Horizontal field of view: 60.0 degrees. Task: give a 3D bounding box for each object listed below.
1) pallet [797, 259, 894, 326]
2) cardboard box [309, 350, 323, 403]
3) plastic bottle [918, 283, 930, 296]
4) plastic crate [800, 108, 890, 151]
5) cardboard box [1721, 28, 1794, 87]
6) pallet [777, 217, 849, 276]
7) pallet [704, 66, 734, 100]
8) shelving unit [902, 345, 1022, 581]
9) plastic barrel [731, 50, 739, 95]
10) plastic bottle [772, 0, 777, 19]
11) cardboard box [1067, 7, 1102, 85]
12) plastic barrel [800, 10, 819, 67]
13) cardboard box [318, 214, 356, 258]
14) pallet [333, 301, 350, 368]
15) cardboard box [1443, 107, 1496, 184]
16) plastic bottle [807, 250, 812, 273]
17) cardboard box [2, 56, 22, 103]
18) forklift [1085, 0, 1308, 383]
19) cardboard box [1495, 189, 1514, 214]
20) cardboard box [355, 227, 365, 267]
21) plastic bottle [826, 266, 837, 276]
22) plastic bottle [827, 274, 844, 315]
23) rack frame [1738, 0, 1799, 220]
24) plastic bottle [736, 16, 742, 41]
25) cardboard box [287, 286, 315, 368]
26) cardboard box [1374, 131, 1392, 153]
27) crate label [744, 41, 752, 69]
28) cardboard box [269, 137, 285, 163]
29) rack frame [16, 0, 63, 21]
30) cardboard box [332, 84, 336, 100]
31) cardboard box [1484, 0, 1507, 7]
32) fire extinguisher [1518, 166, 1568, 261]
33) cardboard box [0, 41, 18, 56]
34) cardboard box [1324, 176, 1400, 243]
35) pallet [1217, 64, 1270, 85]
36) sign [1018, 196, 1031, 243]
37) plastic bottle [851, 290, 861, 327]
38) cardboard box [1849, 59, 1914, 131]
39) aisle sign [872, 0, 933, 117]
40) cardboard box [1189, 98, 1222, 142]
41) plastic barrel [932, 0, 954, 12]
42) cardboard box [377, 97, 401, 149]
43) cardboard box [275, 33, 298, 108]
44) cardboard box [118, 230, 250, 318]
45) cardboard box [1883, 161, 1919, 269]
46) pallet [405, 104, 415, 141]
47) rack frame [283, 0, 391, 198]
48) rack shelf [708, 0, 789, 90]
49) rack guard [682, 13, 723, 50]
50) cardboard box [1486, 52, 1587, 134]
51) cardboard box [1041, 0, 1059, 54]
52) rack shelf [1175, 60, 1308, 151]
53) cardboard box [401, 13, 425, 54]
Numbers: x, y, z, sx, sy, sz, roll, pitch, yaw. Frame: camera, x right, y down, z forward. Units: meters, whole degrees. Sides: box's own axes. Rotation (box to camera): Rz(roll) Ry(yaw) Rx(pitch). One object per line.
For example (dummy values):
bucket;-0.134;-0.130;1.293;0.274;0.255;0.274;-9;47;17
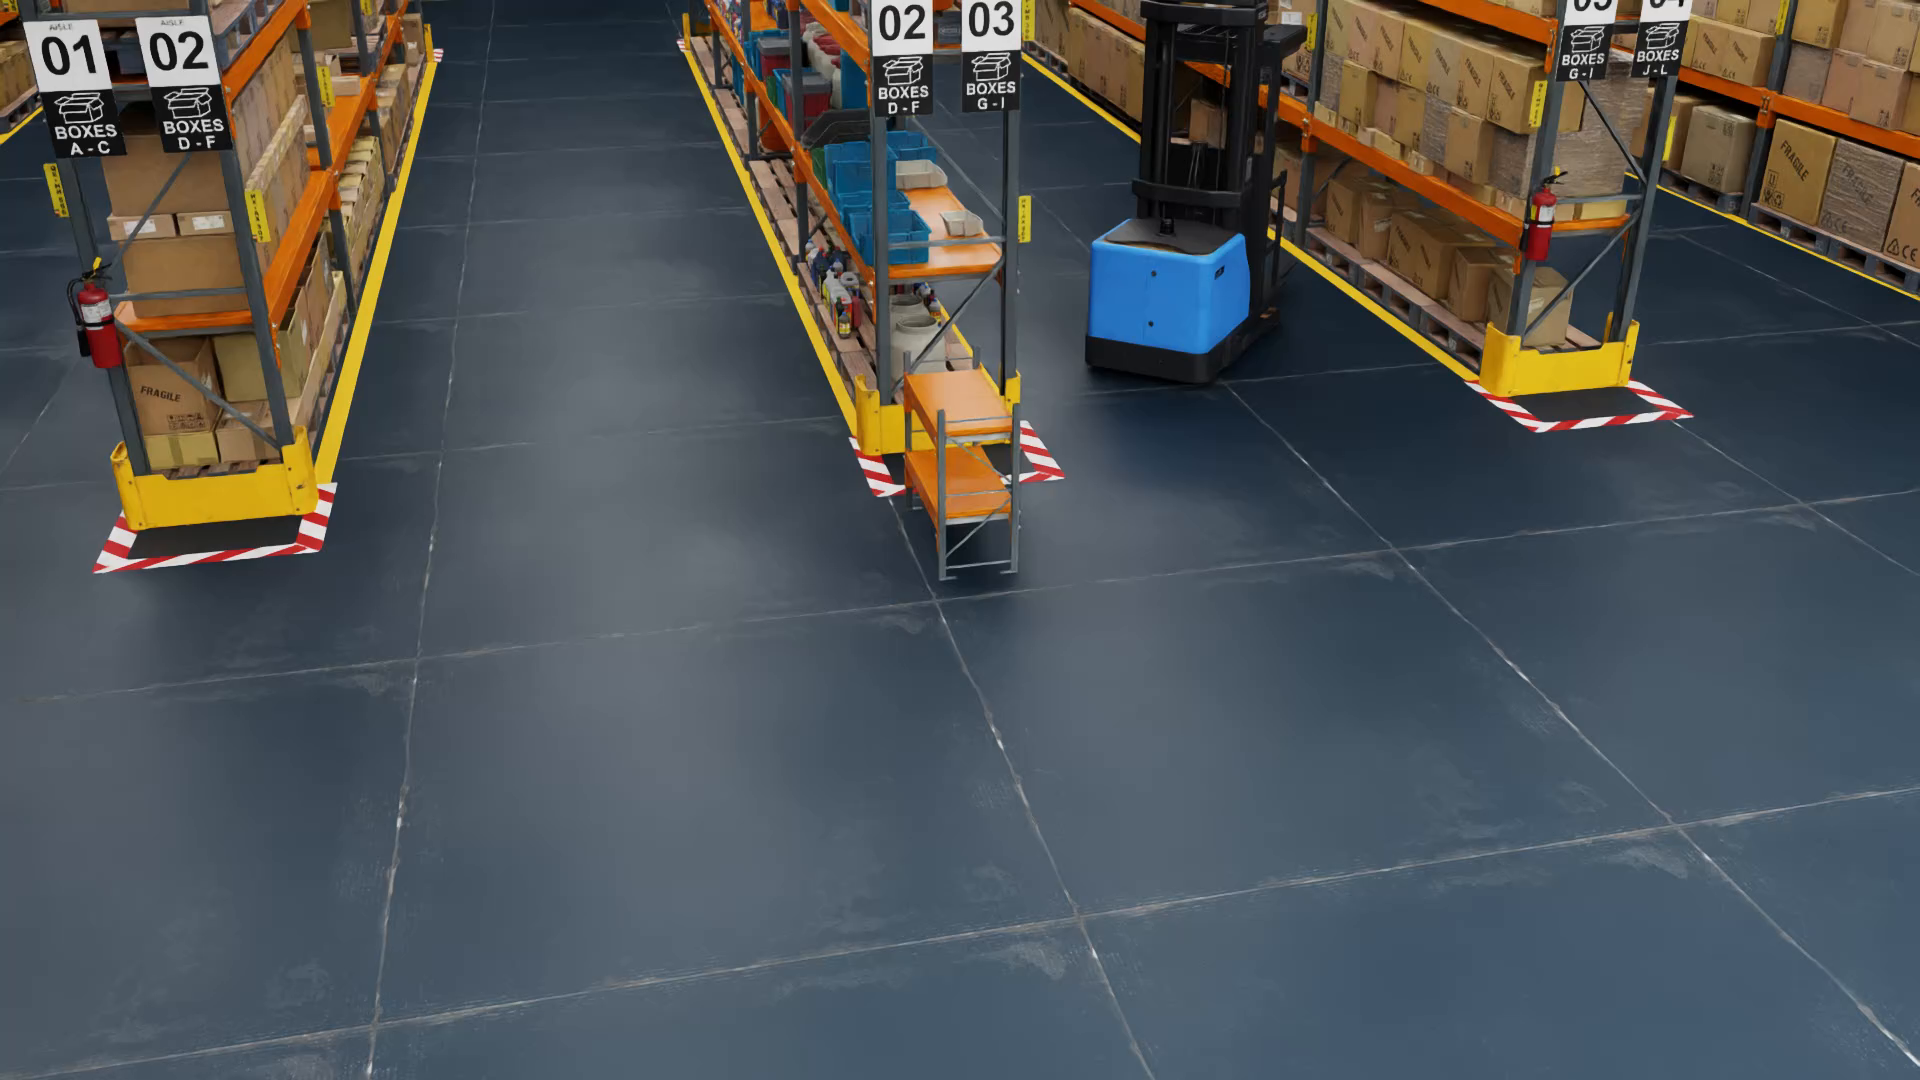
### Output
pallet;-0.887;-2.256;14.985;1.003;0.211;1.213;-6;27;-12
cardboard box;-5.056;-1.199;12.382;0.500;0.250;0.500;-6;27;-12
plastic bottle;-0.301;-2.044;14.010;0.097;0.271;0.097;0;27;0
plastic crate;-1.004;-3.529;14.482;0.767;0.338;0.504;-6;27;-12
cardboard box;8.305;-5.008;17.233;0.500;0.500;0.500;-6;27;-12
pallet;-1.213;-2.896;16.252;1.003;0.211;1.213;-6;27;-12
pallet;-3.004;-6.386;23.167;1.003;0.211;1.213;-6;27;-12
shelving unit;-0.002;-0.505;10.502;0.538;1.125;1.048;-6;27;-12
plastic barrel;-2.695;-6.322;21.809;0.600;0.901;0.708;-6;27;-12
plastic bottle;-2.288;-6.652;20.744;0.097;0.271;0.097;0;27;0
cardboard box;2.188;-6.775;22.735;1.225;0.875;0.875;-6;27;-11
plastic barrel;-1.500;-5.443;18.055;0.600;0.536;0.708;-6;27;-12
cardboard box;-5.675;-2.715;14.764;0.500;0.311;0.500;-6;27;-11
pallet;-5.686;-1.700;13.884;1.003;0.211;1.213;-6;27;-12
cardboard box;4.402;-3.176;13.271;0.875;0.500;0.500;-6;27;-12
plastic bottle;-1.330;-2.518;15.027;0.097;0.201;0.097;0;27;0
cardboard box;-12.632;-5.937;21.491;0.700;0.500;0.500;-6;27;-12
forklift;2.134;-3.166;13.770;1.130;2.935;3.031;13;30;24
cardboard box;4.408;-2.648;12.947;0.380;0.149;0.250;-6;27;-12
cardboard box;-5.788;-2.685;15.326;0.500;0.250;0.500;-5;27;-10
plastic bottle;-1.108;-2.238;14.394;0.097;0.271;0.097;0;27;0
plastic bottle;-1.040;-2.066;13.965;0.144;0.351;0.185;-5;27;-9
rack frame;8.683;-4.762;16.855;1.000;3.000;0.127;-6;27;-12
plastic bottle;-2.554;-5.957;19.366;0.097;0.271;0.097;0;27;0
cardboard box;-5.067;-1.532;12.210;0.500;0.500;0.500;-6;27;-12
cardboard box;3.889;-3.519;14.672;0.380;0.149;0.250;-6;27;-12
crate label;-2.170;-5.258;18.024;0.303;0.233;0.416;-6;27;-12
cardboard box;-5.207;-2.861;12.258;0.380;0.149;0.250;-5;27;-10
rack frame;-13.355;-8.062;23.393;1.000;3.000;0.127;-6;27;-12
cardboard box;-6.384;-4.388;16.393;0.380;0.149;0.250;-4;27;-8
cardboard box;4.257;-4.223;12.626;0.500;0.250;0.500;-6;27;-11
fire extinguisher;4.306;-2.415;12.291;0.296;0.674;0.183;-6;27;-12
cardboard box;-12.539;-6.403;21.696;0.380;0.149;0.250;-7;28;-13
cardboard box;3.879;-3.194;16.058;0.500;0.500;0.500;-7;28;-13
pallet;3.412;-5.108;17.754;1.003;0.211;1.213;-6;27;-12
sign;0.440;-2.221;11.514;0.100;0.325;0.005;-6;27;-12
plastic bottle;-0.864;-1.914;13.739;0.061;0.283;0.133;-6;27;-12
cardboard box;8.930;-4.180;15.536;0.875;0.550;0.550;-6;27;-12
aisle sign;-0.370;-3.142;10.762;0.394;0.787;0.004;-6;27;-12
cardboard box;3.096;-4.847;19.310;0.700;0.500;0.500;-7;28;-14
plastic barrel;-0.330;-3.962;11.000;0.600;0.830;0.708;-6;27;-12
cardboard box;-6.782;-4.814;19.244;0.500;0.500;0.500;-6;27;-12
cardboard box;-5.719;-3.728;13.256;0.700;0.500;0.500;-6;27;-11
cardboard box;-5.016;-1.793;10.863;0.700;0.500;0.500;-6;27;-12
cardboard box;9.167;-2.922;15.102;0.875;0.875;0.875;-6;27;-12
pallet;-7.408;-5.212;20.842;1.003;0.211;1.213;-6;27;-12
rack frame;-6.726;-5.054;17.435;1.000;3.000;0.127;-6;27;-12
rack shelf;-2.350;-6.112;20.330;1.077;0.370;4.000;-6;27;-12
rack guard;-3.720;-7.961;25.968;1.175;0.500;0.348;-6;27;-12
cardboard box;4.364;-3.387;12.580;0.500;0.500;0.500;-6;27;-12
cardboard box;1.751;-7.746;24.661;0.875;0.875;0.875;-6;27;-12
rack shelf;3.377;-4.859;17.847;1.077;0.370;4.000;-6;27;-12
cardboard box;-8.167;-7.433;24.433;0.500;0.500;0.500;-6;27;-12
